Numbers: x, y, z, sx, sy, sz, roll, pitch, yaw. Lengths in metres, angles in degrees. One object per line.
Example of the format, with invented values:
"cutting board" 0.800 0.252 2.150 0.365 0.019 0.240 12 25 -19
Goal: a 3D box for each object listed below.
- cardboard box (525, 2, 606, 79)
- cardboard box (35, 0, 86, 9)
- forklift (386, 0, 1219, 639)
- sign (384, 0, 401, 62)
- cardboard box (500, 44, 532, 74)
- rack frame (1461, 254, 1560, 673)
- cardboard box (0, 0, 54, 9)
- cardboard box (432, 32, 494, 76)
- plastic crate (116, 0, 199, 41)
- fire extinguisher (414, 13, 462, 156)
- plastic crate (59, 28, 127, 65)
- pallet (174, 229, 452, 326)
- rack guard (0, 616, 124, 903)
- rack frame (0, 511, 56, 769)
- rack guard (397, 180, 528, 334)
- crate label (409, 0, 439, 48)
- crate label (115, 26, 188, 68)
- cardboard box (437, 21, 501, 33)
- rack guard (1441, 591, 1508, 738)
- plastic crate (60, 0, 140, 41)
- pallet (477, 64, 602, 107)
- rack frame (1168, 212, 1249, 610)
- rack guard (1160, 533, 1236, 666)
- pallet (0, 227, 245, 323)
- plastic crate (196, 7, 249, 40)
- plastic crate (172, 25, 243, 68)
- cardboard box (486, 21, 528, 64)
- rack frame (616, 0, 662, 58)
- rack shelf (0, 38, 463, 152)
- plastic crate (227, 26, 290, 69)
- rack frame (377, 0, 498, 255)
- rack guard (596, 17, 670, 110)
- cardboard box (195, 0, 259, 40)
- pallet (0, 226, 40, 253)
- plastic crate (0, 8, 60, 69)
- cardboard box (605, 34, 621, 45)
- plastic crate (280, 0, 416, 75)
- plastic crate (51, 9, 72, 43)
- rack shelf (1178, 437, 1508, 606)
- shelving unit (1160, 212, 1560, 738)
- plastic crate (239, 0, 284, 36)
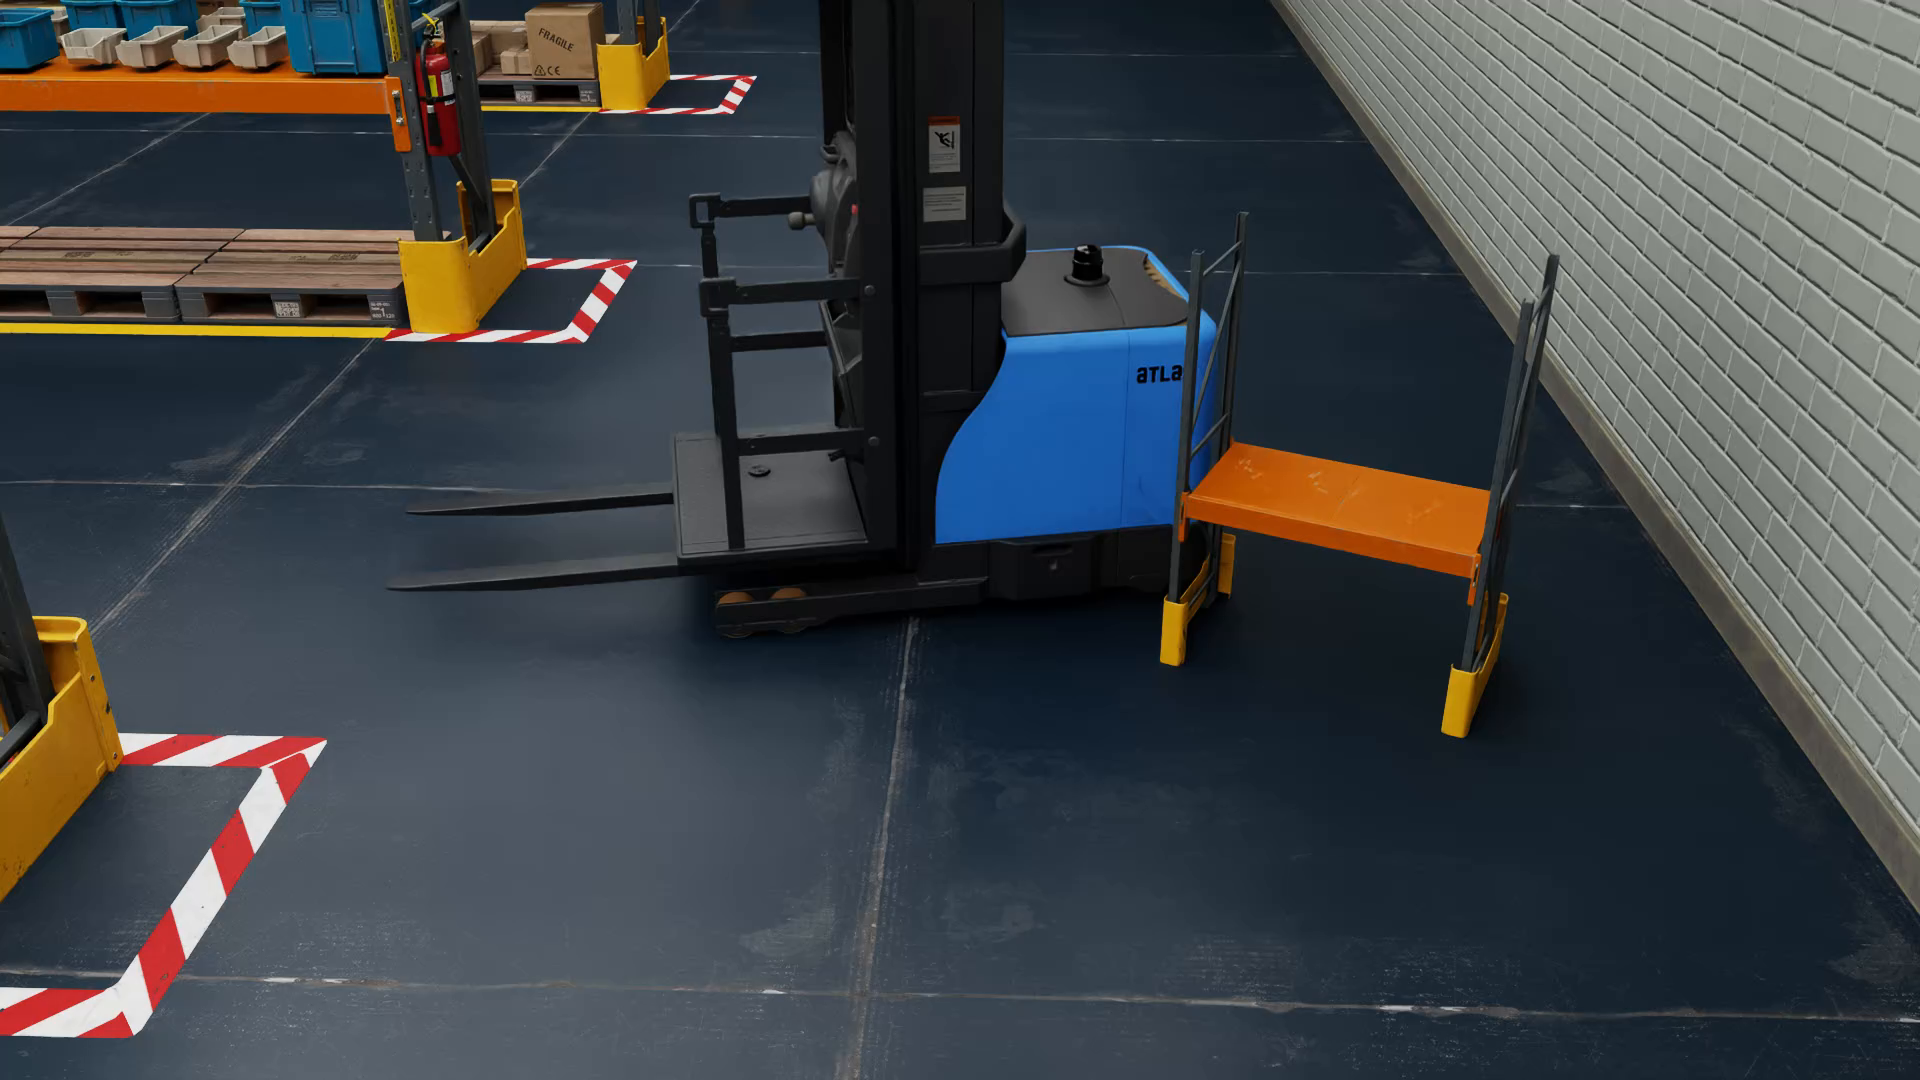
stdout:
"cardboard box" -3.133 -3.989 13.272 0.500 0.500 0.500 1 28 2
"cardboard box" -7.082 -4.036 13.359 0.500 0.500 0.500 1 28 2
"forklift" -0.624 -1.203 5.891 3.031 2.935 1.130 -5 28 -9
"sign" -2.763 -2.501 8.092 0.005 0.325 0.100 1 28 2
"cardboard box" -3.534 -3.891 13.442 0.250 0.166 0.380 1 28 2
"rack frame" 1.767 -0.135 5.403 0.032 1.500 0.500 13 31 23
"cardboard box" -7.575 -4.048 13.382 0.500 0.500 0.500 1 28 2
"cardboard box" -4.081 -3.908 13.386 0.500 0.250 0.500 1 28 2
"plastic crate" -4.310 -2.820 8.981 0.300 0.233 0.416 1 28 2
"fire extinguisher" -2.625 -2.273 8.316 0.183 0.674 0.296 1 28 2
"plastic crate" -4.446 -2.527 8.531 0.250 0.136 0.298 1 28 2
"pallet" -3.582 -1.487 9.329 1.213 0.211 1.003 1 28 2
"rack guard" -2.910 0.736 4.828 0.348 0.500 1.175 1 28 2
"rack frame" -2.934 -0.369 4.243 0.127 3.000 1.000 1 28 2
"rack guard" -2.735 -1.588 9.212 0.348 0.500 1.175 1 28 2
"crate label" -2.994 -2.798 8.940 0.303 0.233 0.416 1 28 2
"crate label" -4.149 -2.530 8.538 0.243 0.136 0.396 1 28 2
"cardboard box" -4.114 -4.143 13.829 0.500 0.250 0.500 1 28 2
"rack guard" 1.766 0.417 5.696 0.087 0.250 0.587 13 31 23
"plastic crate" -4.610 -2.824 8.990 0.300 0.233 0.416 1 28 2
"pallet" -3.454 -3.787 13.669 1.213 0.211 1.003 1 28 2
"rack frame" 0.857 -0.347 5.803 0.032 1.500 0.500 13 31 23
"rack guard" 0.875 0.209 6.088 0.087 0.250 0.587 13 31 23
"pallet" -4.798 -1.508 9.370 1.213 0.211 1.003 1 28 2
"plastic crate" -3.990 -2.810 9.067 0.298 0.136 0.250 1 28 2
"plastic crate" -3.870 -2.537 8.551 0.243 0.136 0.396 1 28 2
"cardboard box" -3.614 -4.135 13.814 0.500 0.250 0.500 1 28 2
"rack frame" -2.581 -5.006 12.990 0.127 3.000 1.000 1 28 2
"rack shelf" -4.758 -2.402 8.847 4.000 0.370 1.077 1 28 2
"plastic crate" -3.581 -2.526 8.529 0.243 0.136 0.396 1 28 2
"rack frame" -2.759 -2.687 8.616 0.127 3.000 1.000 1 28 2
"rack guard" -2.657 -3.902 13.578 0.348 0.500 1.175 1 28 2
"cardboard box" -5.999 -4.285 13.830 0.500 0.500 0.500 1 28 2
"pallet" -6.021 -1.527 9.405 1.213 0.211 1.003 1 28 2
"plastic crate" -4.821 -2.553 8.479 0.300 0.233 0.416 1 28 2
"cardboard box" -2.987 -4.108 13.871 0.250 0.149 0.380 1 28 2
"plastic crate" -3.101 -2.647 8.439 0.499 0.435 0.616 1 28 2
"plastic crate" -5.006 -2.775 9.000 0.466 0.136 0.293 1 28 2
"rack shelf" 1.312 -0.082 5.687 1.000 0.185 0.538 13 31 23
"shelving unit" 1.320 -0.239 5.599 1.083 1.500 0.587 13 31 23
"plastic crate" -3.652 -2.809 8.960 0.300 0.233 0.416 1 28 2
